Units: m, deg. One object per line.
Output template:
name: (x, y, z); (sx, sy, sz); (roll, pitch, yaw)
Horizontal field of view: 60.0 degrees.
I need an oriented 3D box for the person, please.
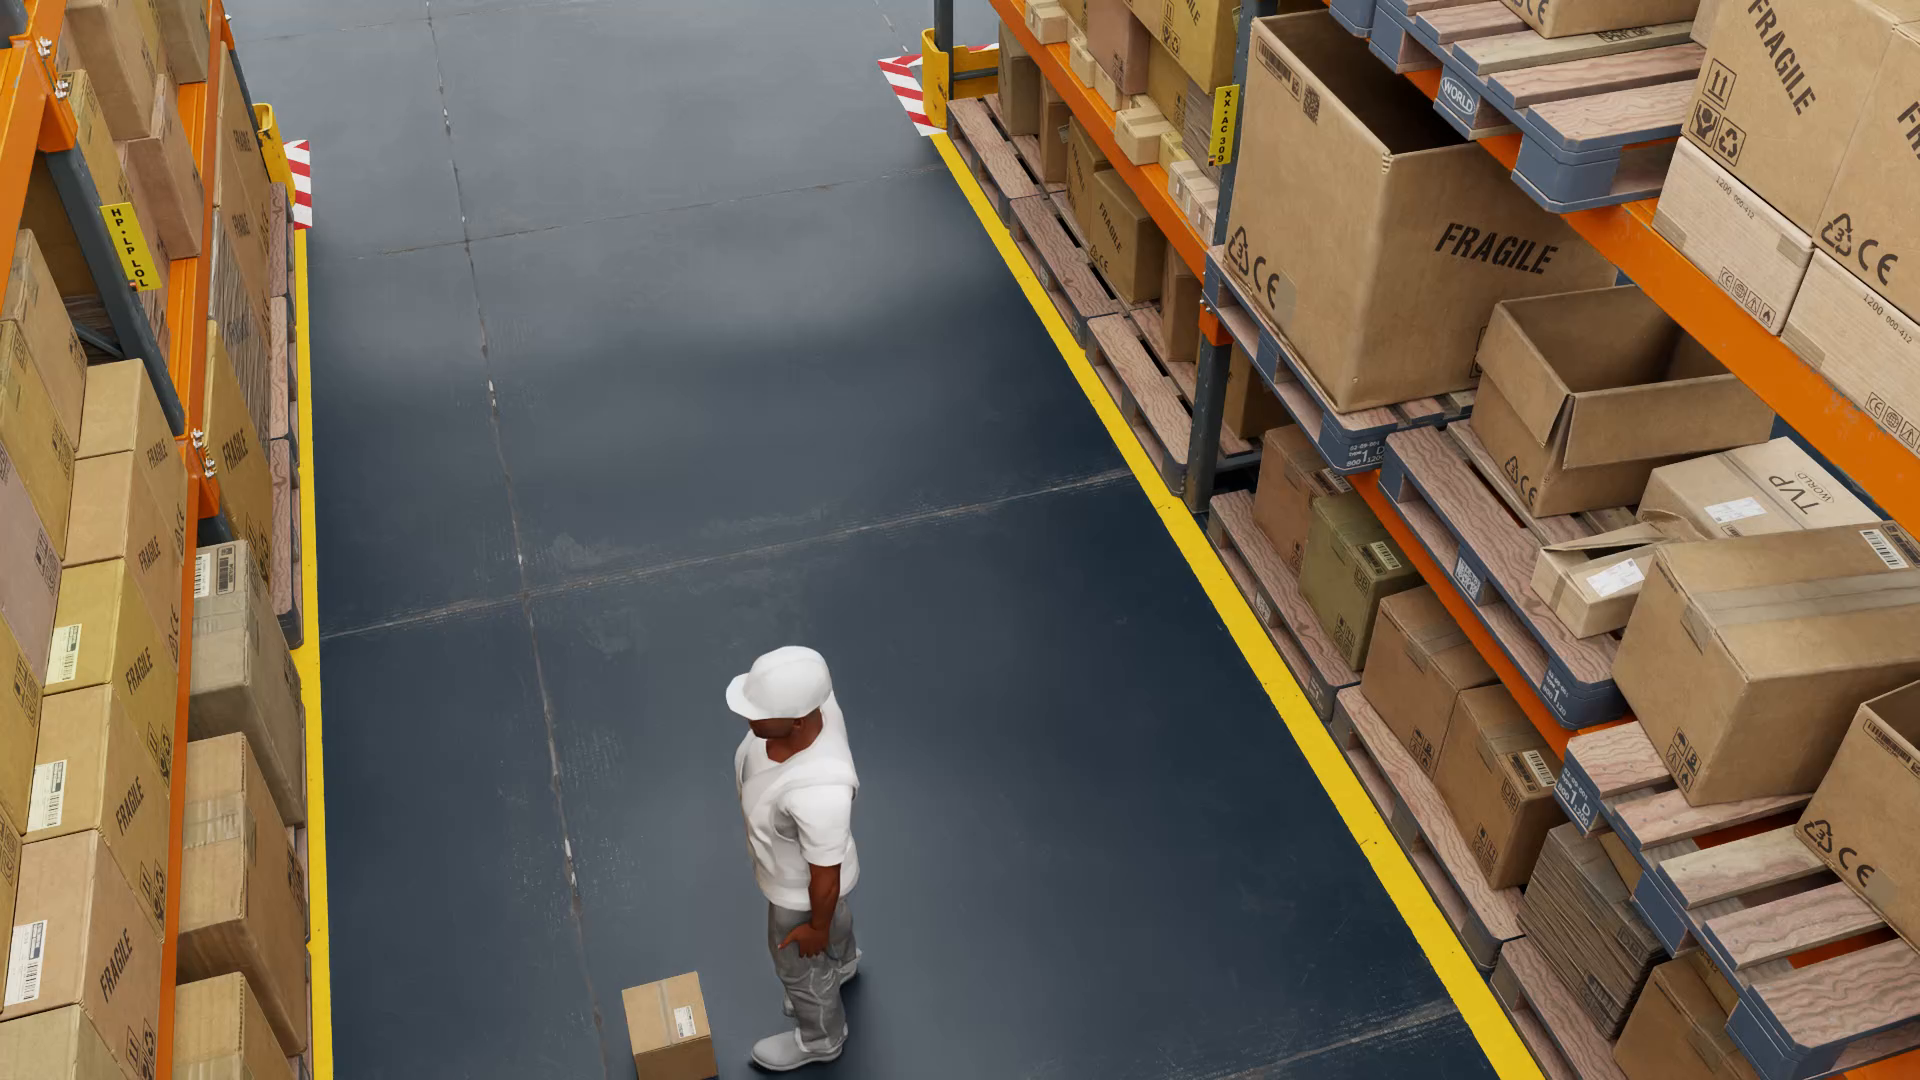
person: (-0.507, 0.984, 5.059); (0.440, 1.777, 0.571); (-11, 43, -11)
